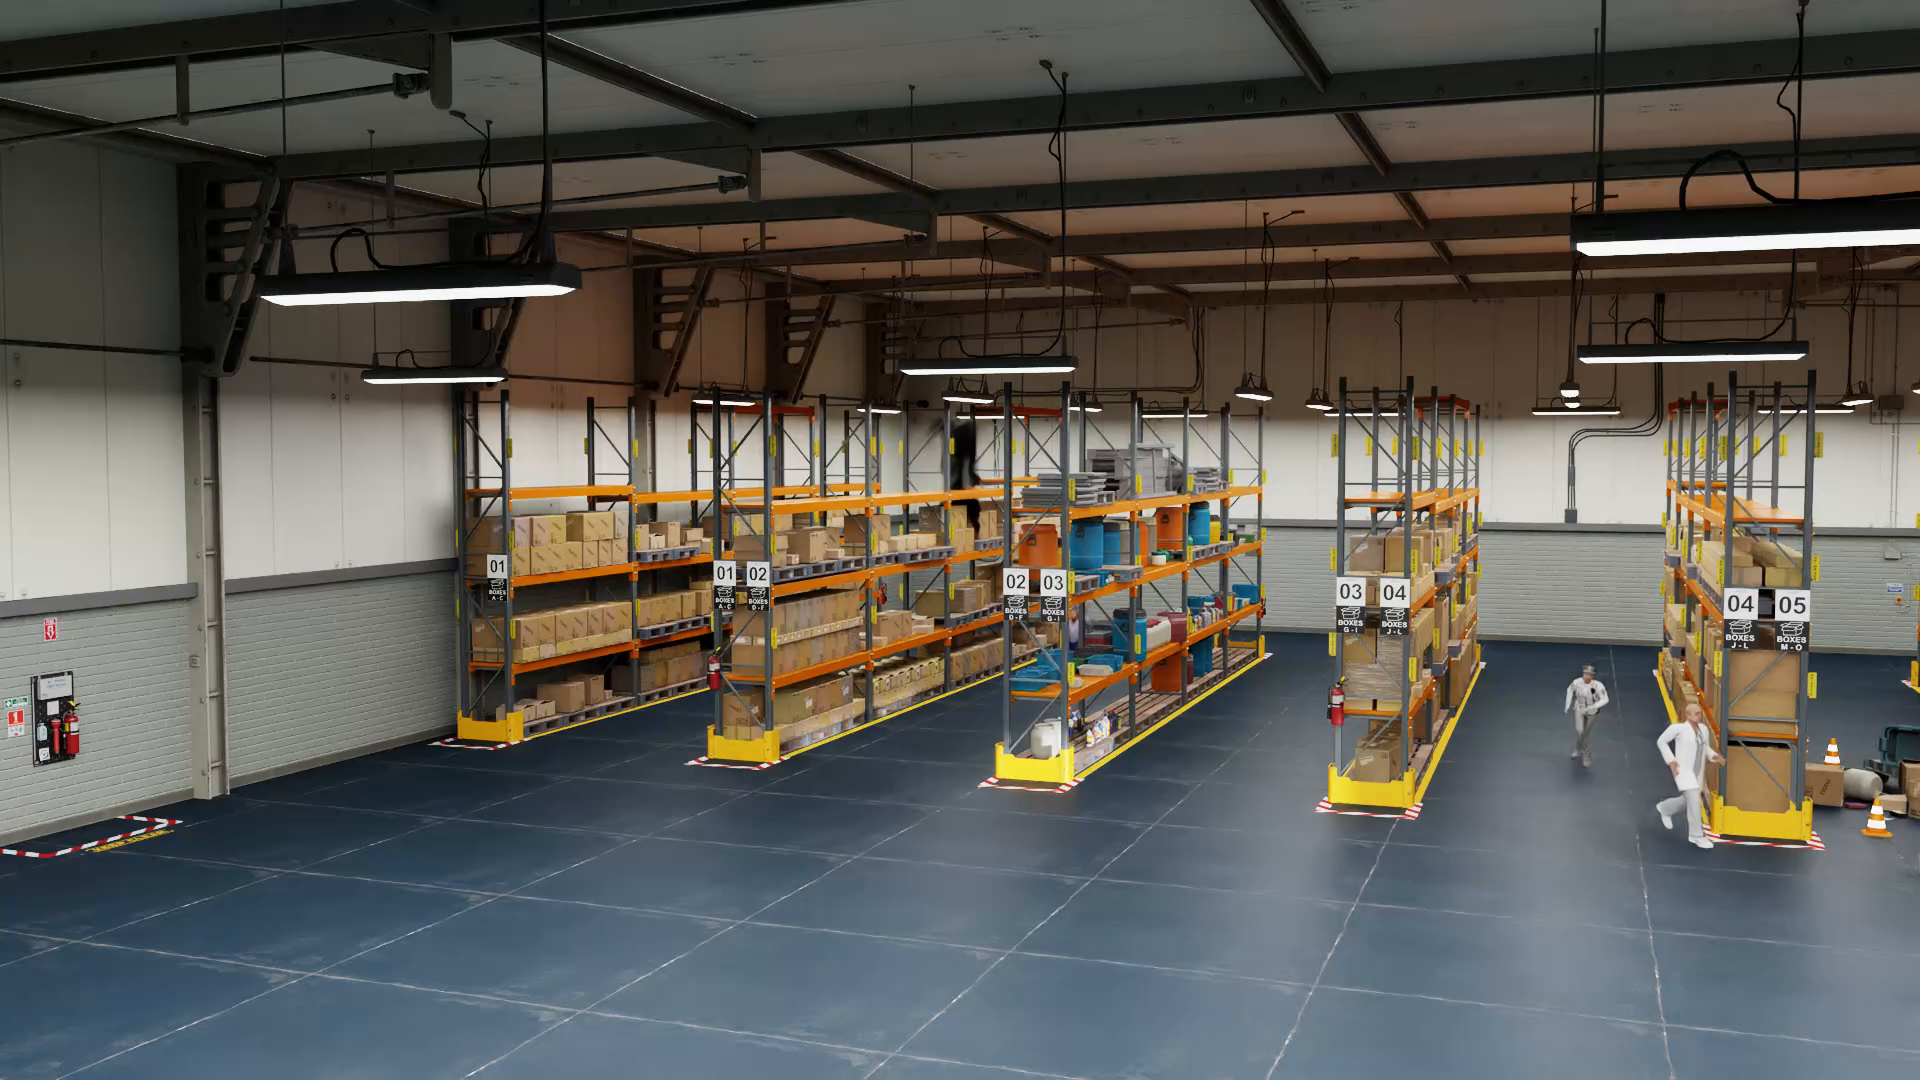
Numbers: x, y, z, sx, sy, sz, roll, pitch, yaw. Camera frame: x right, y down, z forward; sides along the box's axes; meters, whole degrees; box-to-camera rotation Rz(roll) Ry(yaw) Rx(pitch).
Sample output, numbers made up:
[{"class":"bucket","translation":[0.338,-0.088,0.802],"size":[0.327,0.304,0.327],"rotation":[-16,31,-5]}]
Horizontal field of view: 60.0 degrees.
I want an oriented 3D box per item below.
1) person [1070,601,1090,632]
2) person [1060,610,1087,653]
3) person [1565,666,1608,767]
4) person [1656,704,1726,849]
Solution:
[{"class":"person","translation":[3.058,1.892,42.326],"size":[0.601,1.535,0.869],"rotation":[-3,4,-43]},{"class":"person","translation":[2.401,2.278,35.158],"size":[0.595,1.579,0.560],"rotation":[1,3,12]},{"class":"person","translation":[9.971,2.760,26.479],"size":[0.641,1.610,0.784],"rotation":[1,3,19]},{"class":"person","translation":[9.224,2.956,21.190],"size":[0.685,1.770,1.008],"rotation":[-1,3,-22]}]
